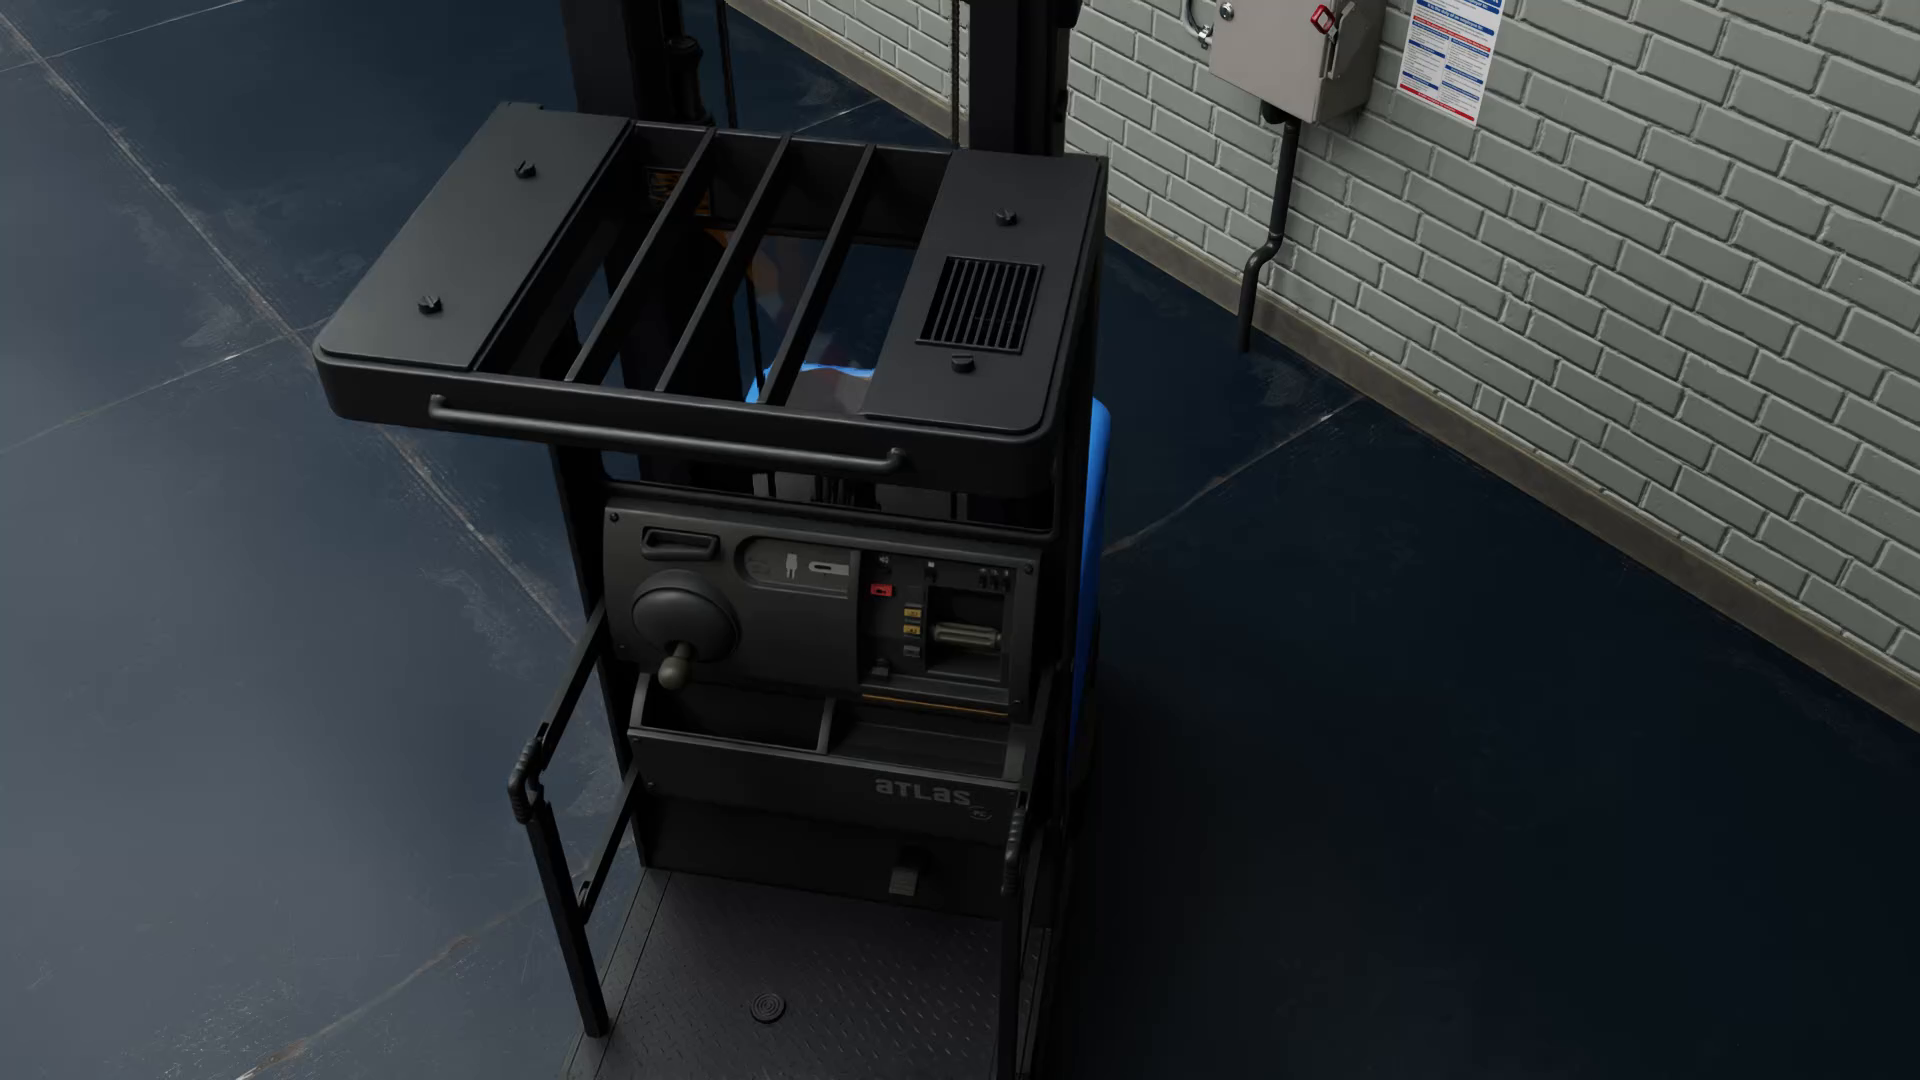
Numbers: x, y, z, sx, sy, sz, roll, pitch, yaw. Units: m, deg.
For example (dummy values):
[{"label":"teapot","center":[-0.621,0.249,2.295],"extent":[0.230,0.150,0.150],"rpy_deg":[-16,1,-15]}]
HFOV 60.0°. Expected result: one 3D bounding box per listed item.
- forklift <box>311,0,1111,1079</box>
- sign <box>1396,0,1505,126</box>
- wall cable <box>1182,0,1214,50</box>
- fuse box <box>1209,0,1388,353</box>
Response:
[{"label":"forklift","center":[-0.335,0.242,3.351],"extent":[1.130,2.935,3.031],"rpy_deg":[7,44,7]},{"label":"sign","center":[1.578,-1.617,5.350],"extent":[0.001,0.494,0.329],"rpy_deg":[-30,51,-28]},{"label":"wall cable","center":[0.785,-2.618,5.604],"extent":[0.122,1.984,0.588],"rpy_deg":[-30,51,-28]},{"label":"fuse box","center":[1.102,-1.350,5.938],"extent":[0.414,1.711,0.539],"rpy_deg":[-30,51,-28]}]
